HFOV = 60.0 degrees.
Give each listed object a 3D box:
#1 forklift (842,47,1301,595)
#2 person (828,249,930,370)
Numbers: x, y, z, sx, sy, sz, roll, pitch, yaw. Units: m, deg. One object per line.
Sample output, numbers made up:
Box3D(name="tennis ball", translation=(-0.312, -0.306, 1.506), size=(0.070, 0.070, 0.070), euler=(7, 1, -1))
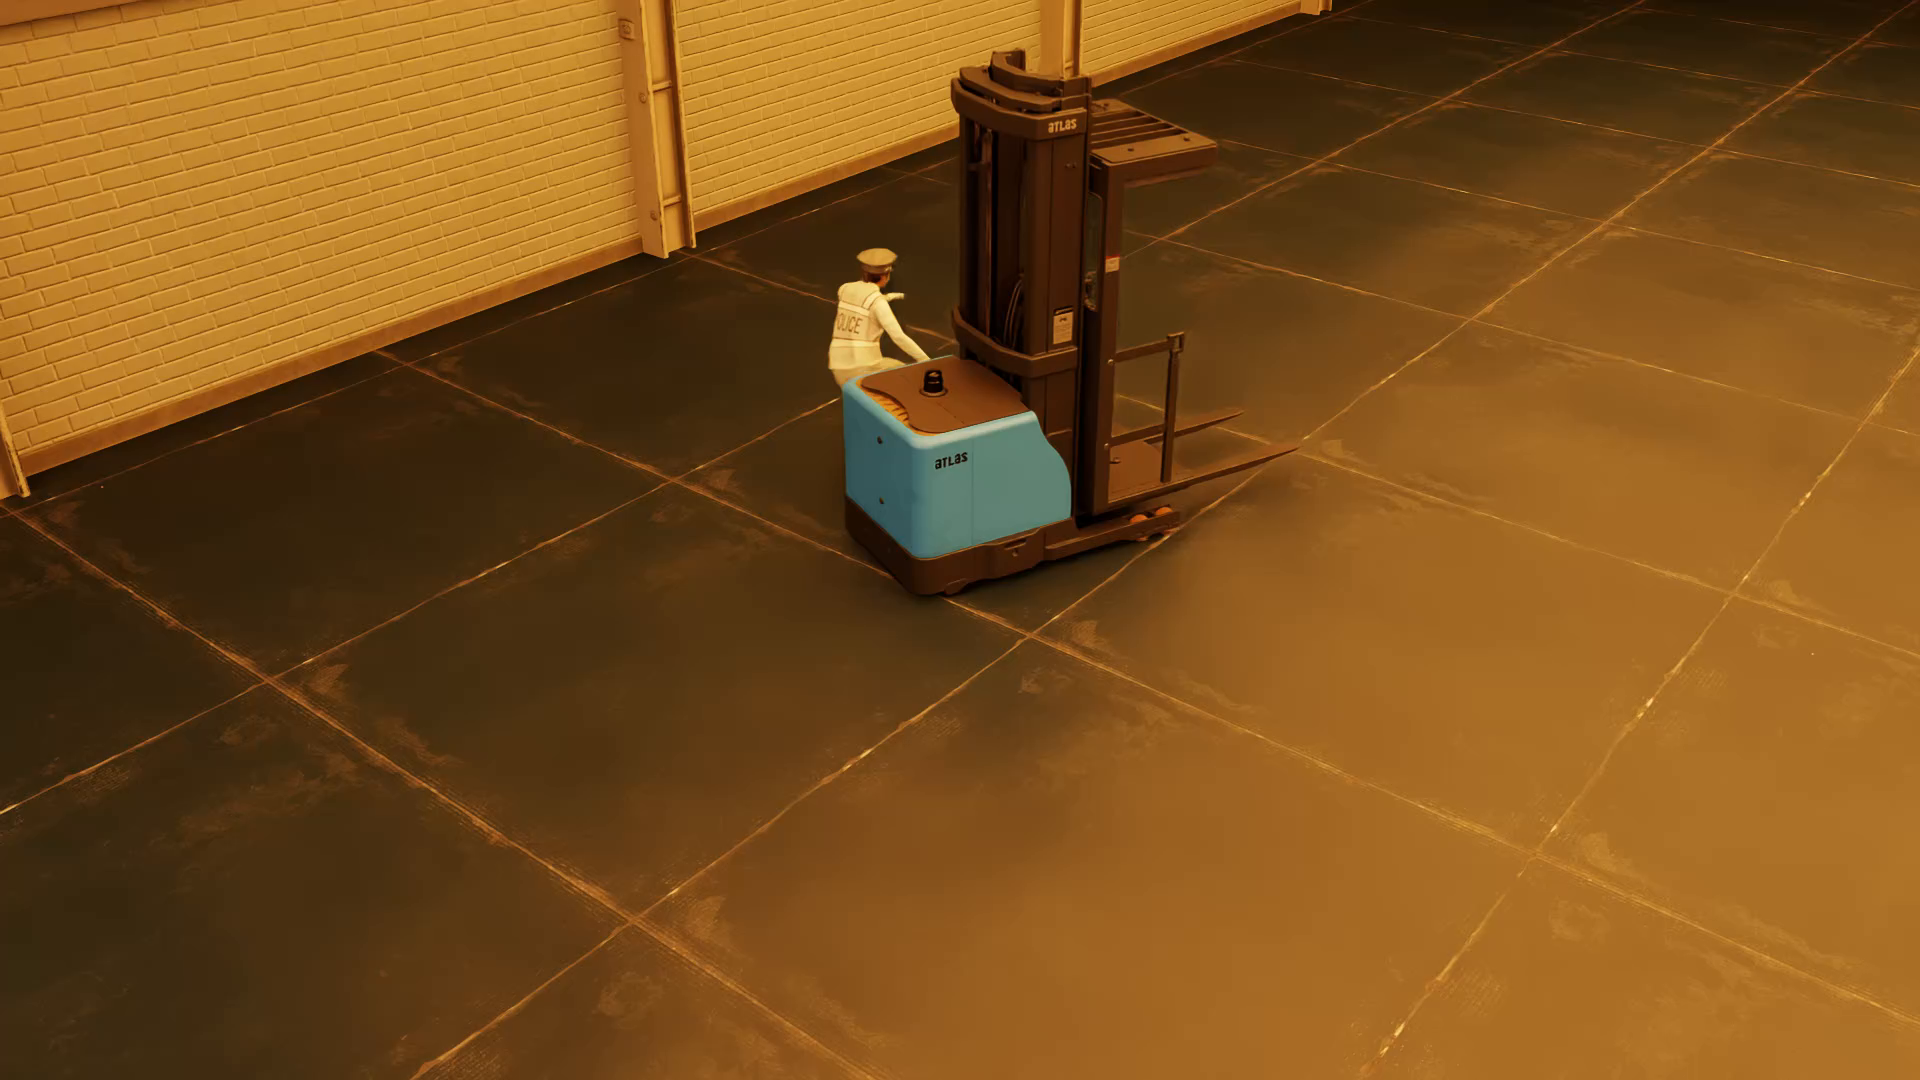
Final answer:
Box3D(name="forklift", translation=(0.810, -1.470, 10.111), size=(3.031, 2.935, 1.130), euler=(-16, 34, -26))
Box3D(name="person", translation=(-0.446, -1.225, 11.187), size=(0.991, 1.428, 0.858), euler=(19, 35, 29))
